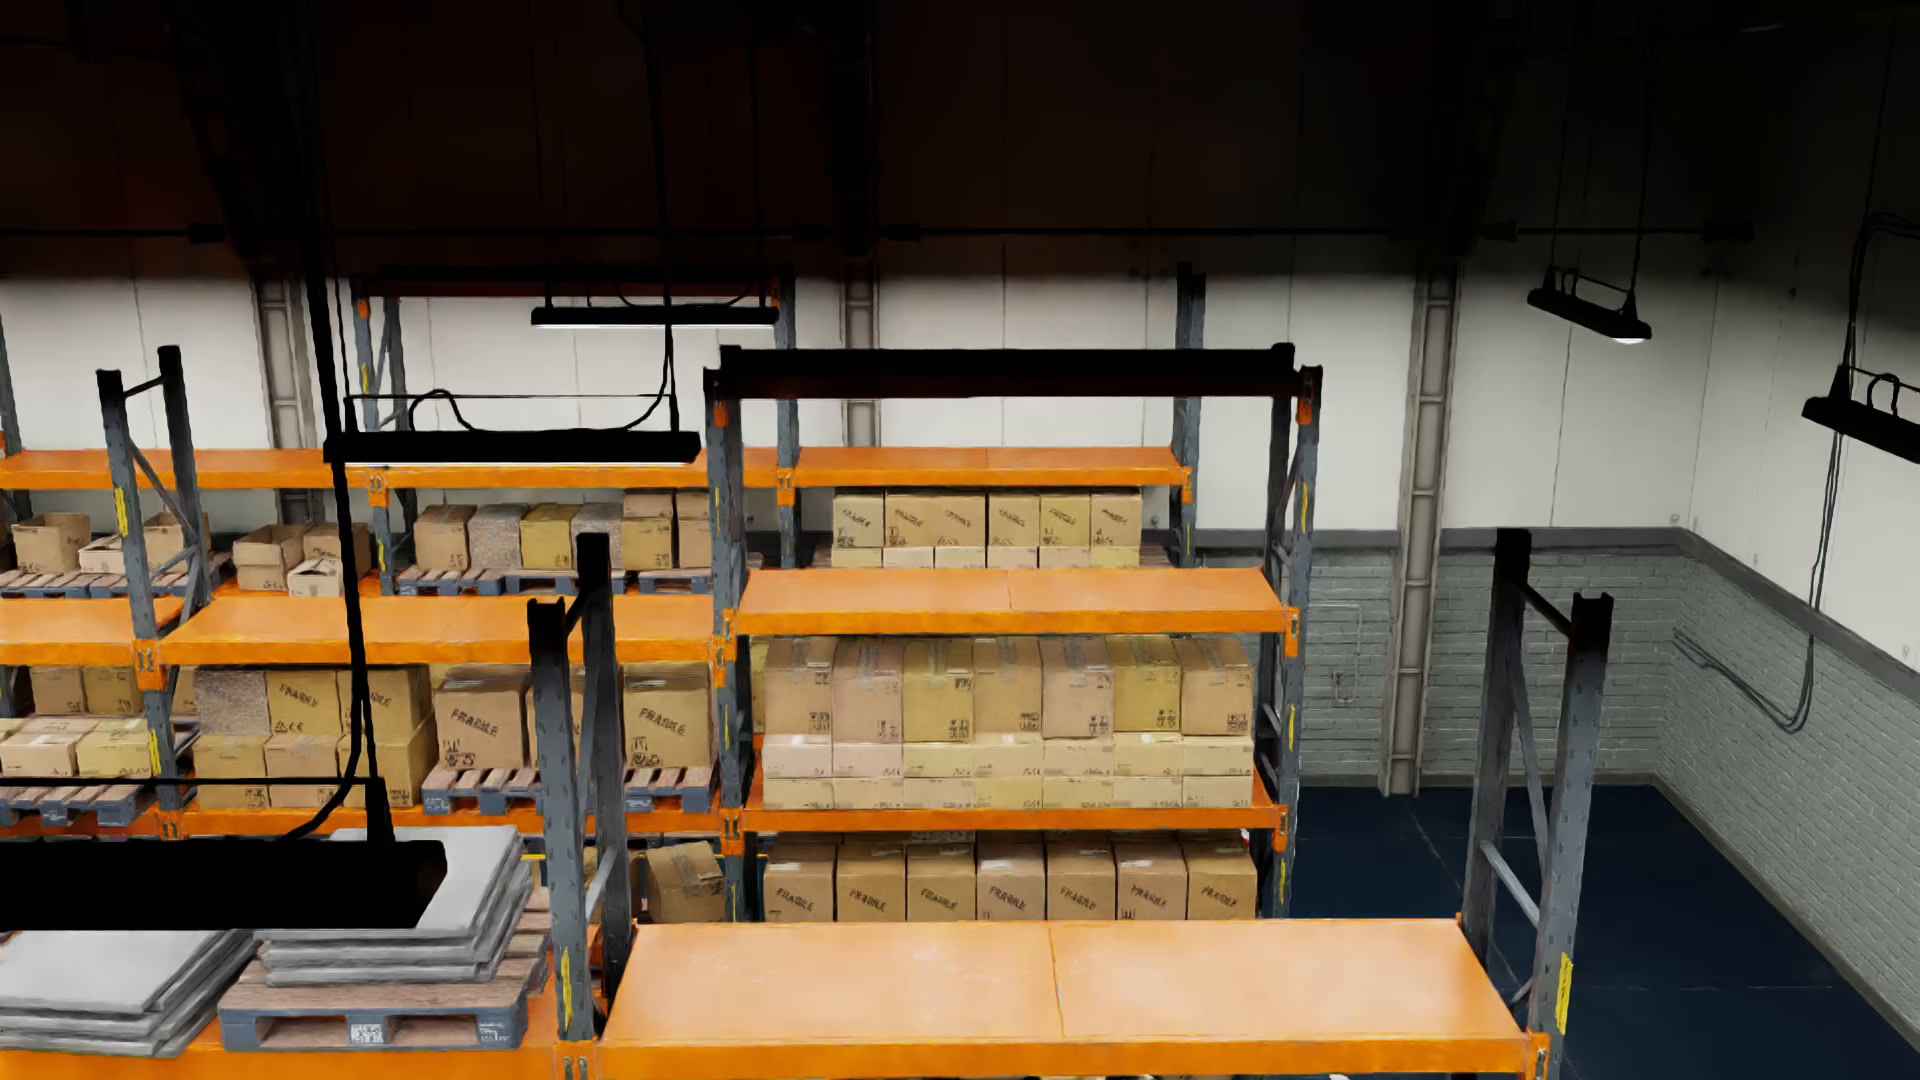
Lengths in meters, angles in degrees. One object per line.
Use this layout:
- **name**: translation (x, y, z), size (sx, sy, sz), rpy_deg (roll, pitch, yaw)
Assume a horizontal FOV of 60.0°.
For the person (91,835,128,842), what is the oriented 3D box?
- **person**: translation (-7.717, 3.075, 15.270), size (0.815, 1.530, 0.562), rpy_deg (1, 16, 5)
